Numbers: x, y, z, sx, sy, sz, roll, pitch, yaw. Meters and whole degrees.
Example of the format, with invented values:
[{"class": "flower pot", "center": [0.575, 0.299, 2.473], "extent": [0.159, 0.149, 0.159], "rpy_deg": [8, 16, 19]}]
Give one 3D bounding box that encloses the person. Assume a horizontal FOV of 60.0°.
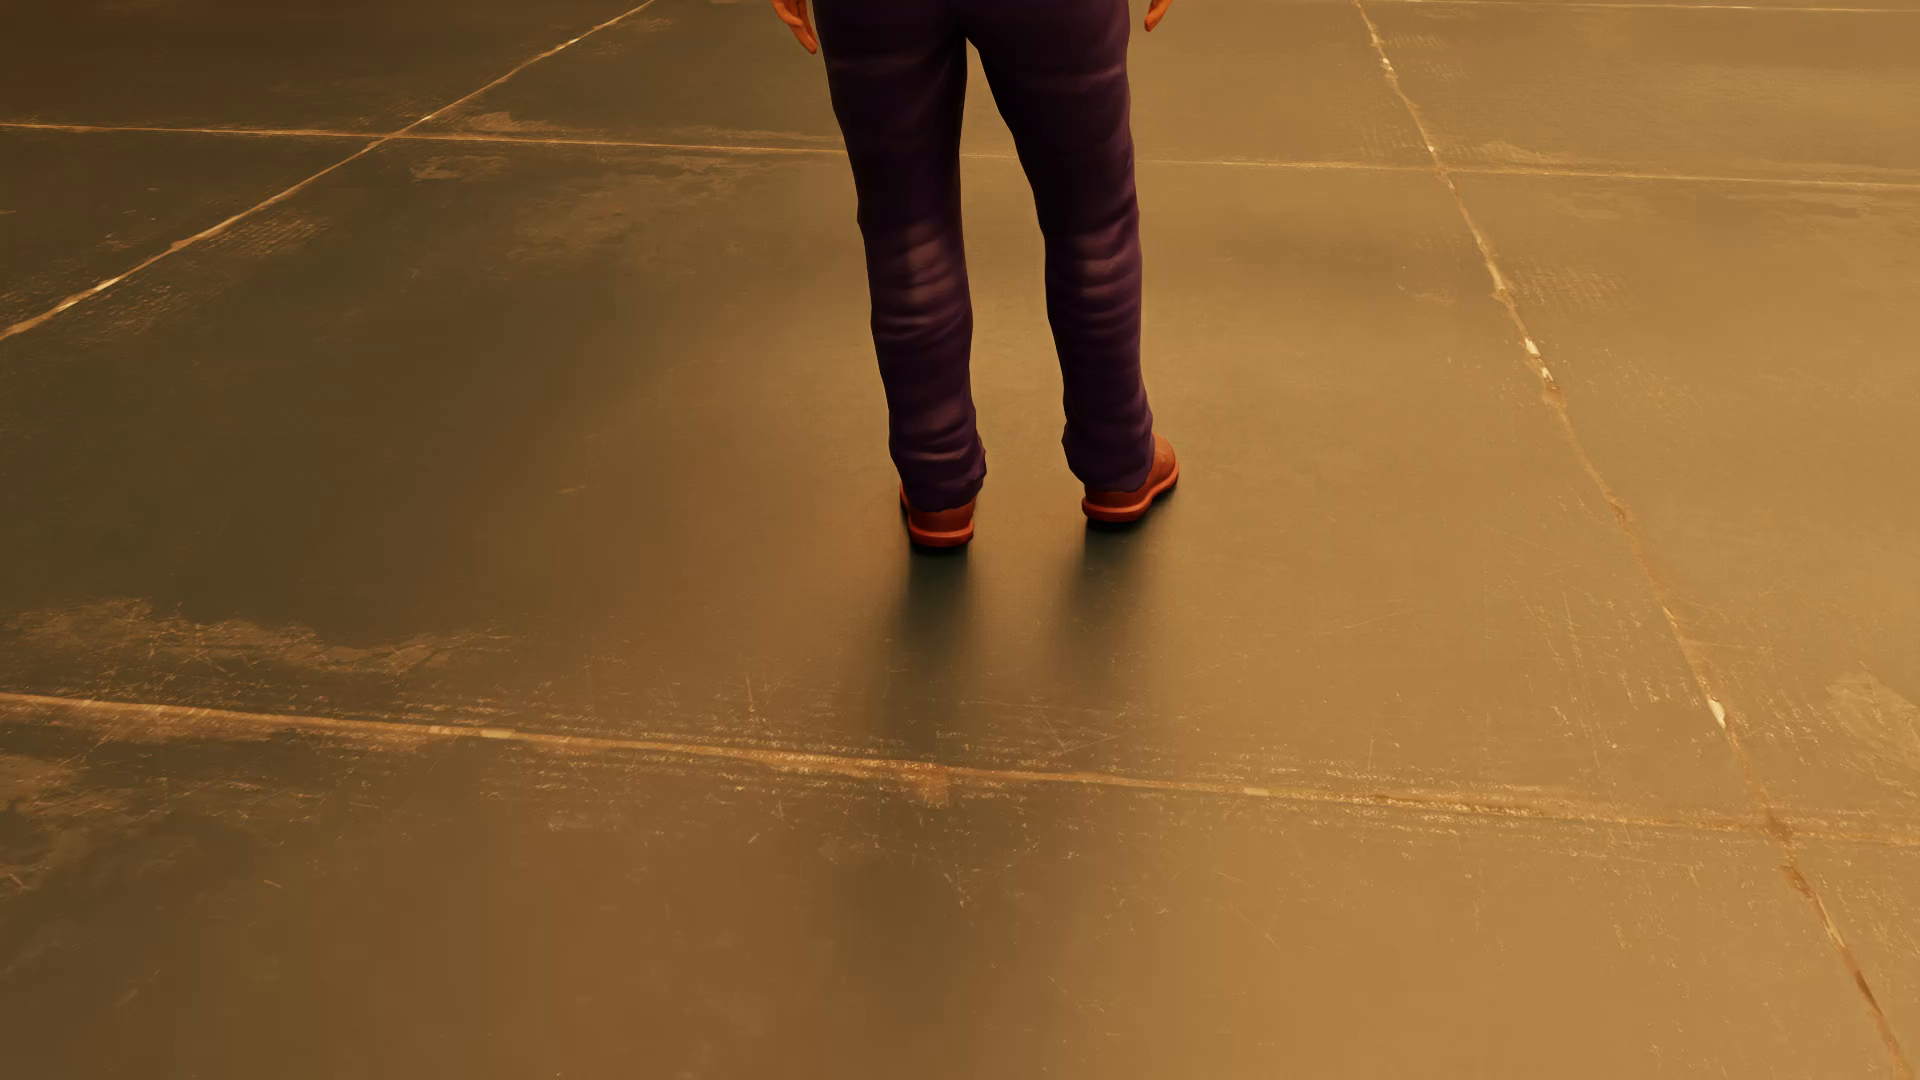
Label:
[{"class": "person", "center": [0.035, -0.783, 2.205], "extent": [0.598, 1.651, 0.503], "rpy_deg": [3, 27, 7]}]
